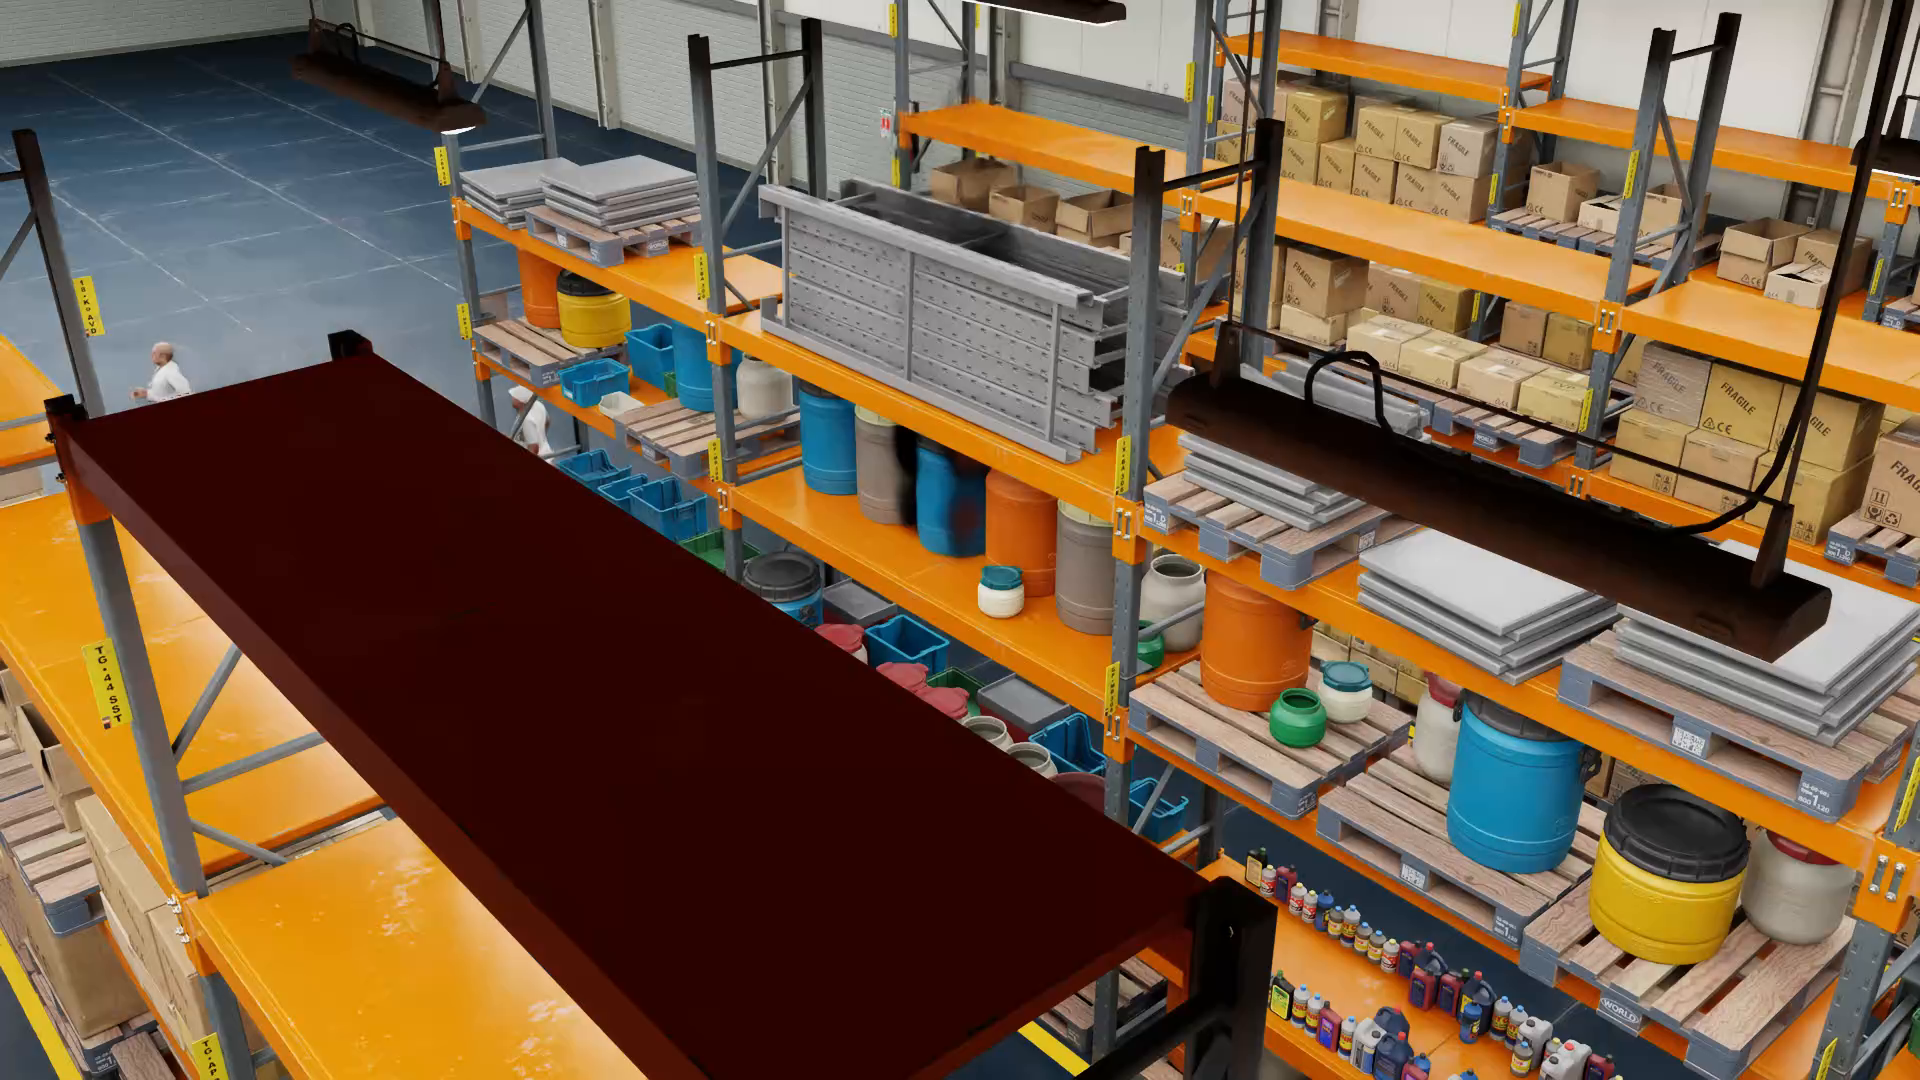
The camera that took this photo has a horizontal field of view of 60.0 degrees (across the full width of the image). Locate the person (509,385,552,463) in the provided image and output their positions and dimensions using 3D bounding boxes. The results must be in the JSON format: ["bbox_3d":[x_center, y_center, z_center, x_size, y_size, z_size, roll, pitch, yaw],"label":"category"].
[{"bbox_3d":[-4.365,-0.806,17.252,0.728,1.747,0.698,2,27,3],"label":"person"}]

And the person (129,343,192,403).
[{"bbox_3d":[-8.658,-1.261,18.214,0.695,1.692,0.691,-9,28,-17],"label":"person"}]
